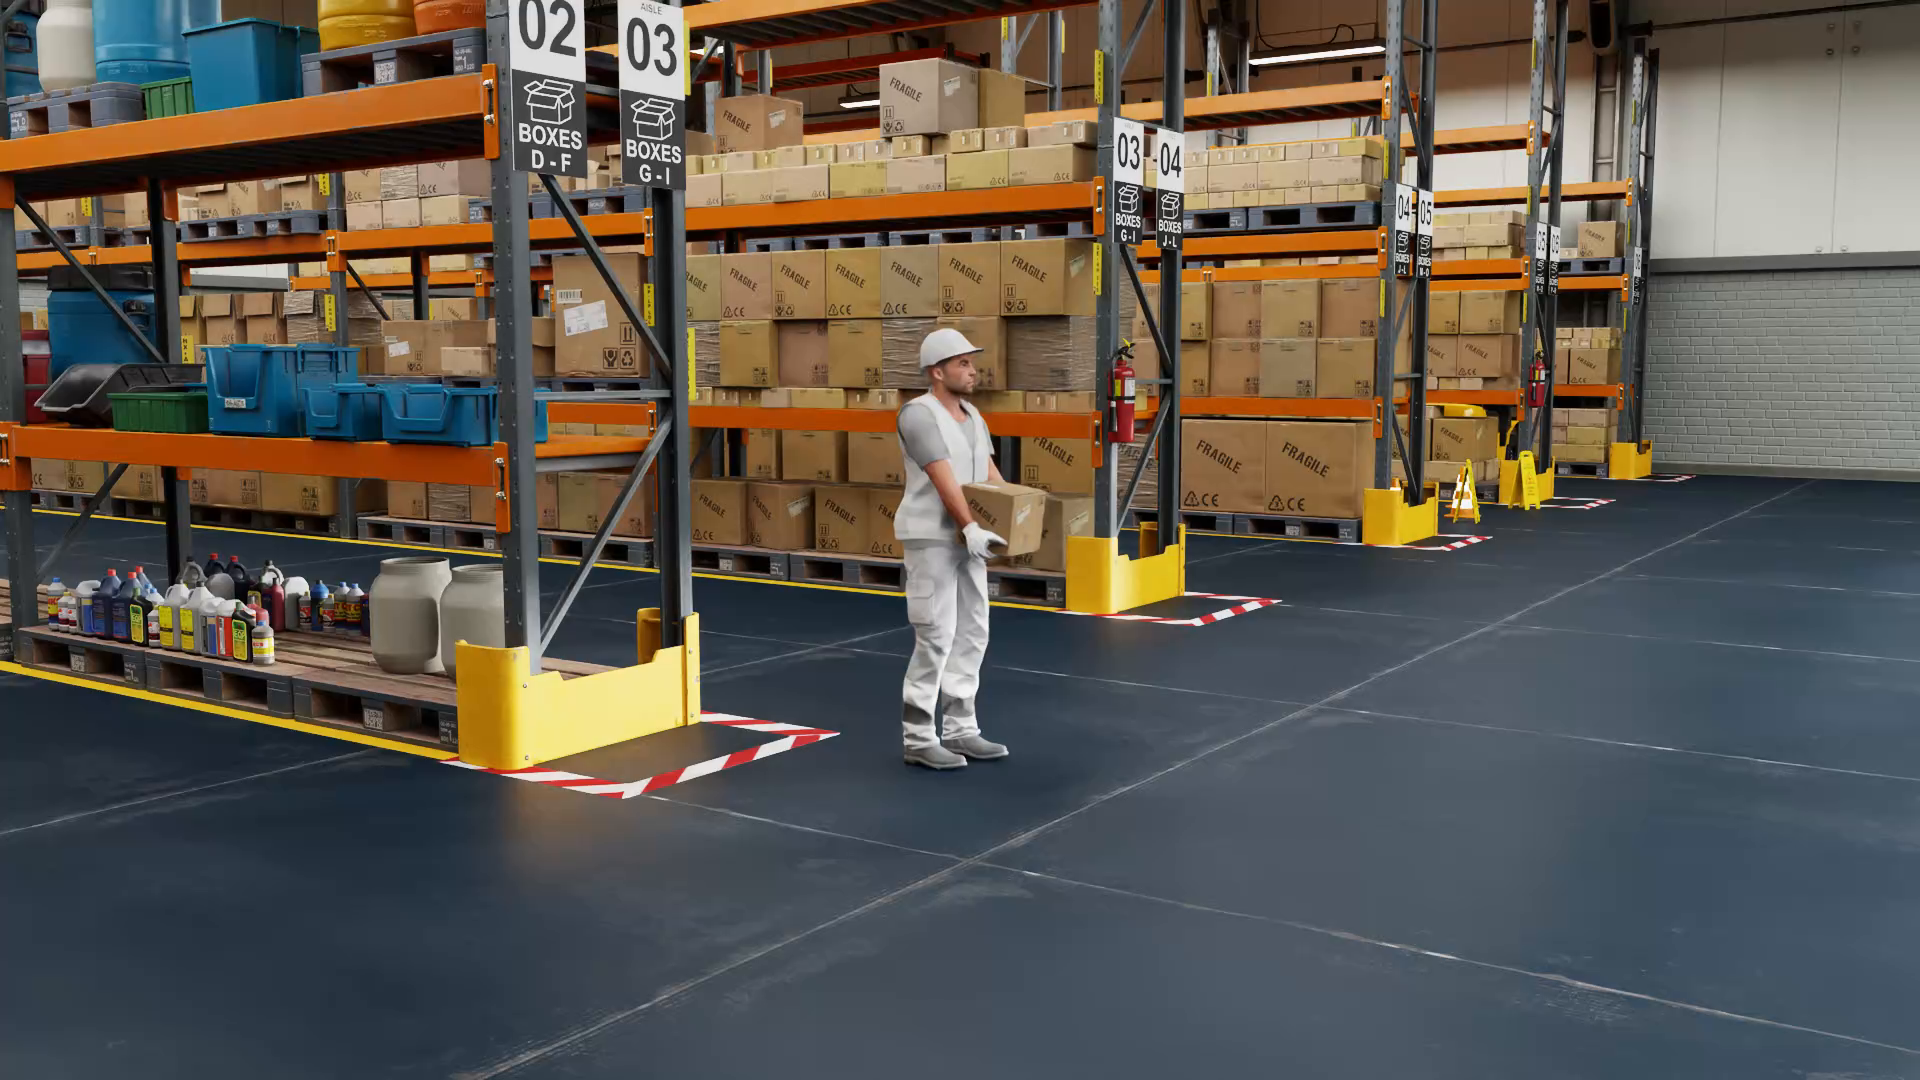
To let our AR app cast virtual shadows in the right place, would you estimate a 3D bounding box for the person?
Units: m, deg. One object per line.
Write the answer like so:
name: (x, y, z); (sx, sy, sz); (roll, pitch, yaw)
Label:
person: (0.028, 0.031, 6.823); (0.563, 1.787, 0.495); (4, 7, 33)
